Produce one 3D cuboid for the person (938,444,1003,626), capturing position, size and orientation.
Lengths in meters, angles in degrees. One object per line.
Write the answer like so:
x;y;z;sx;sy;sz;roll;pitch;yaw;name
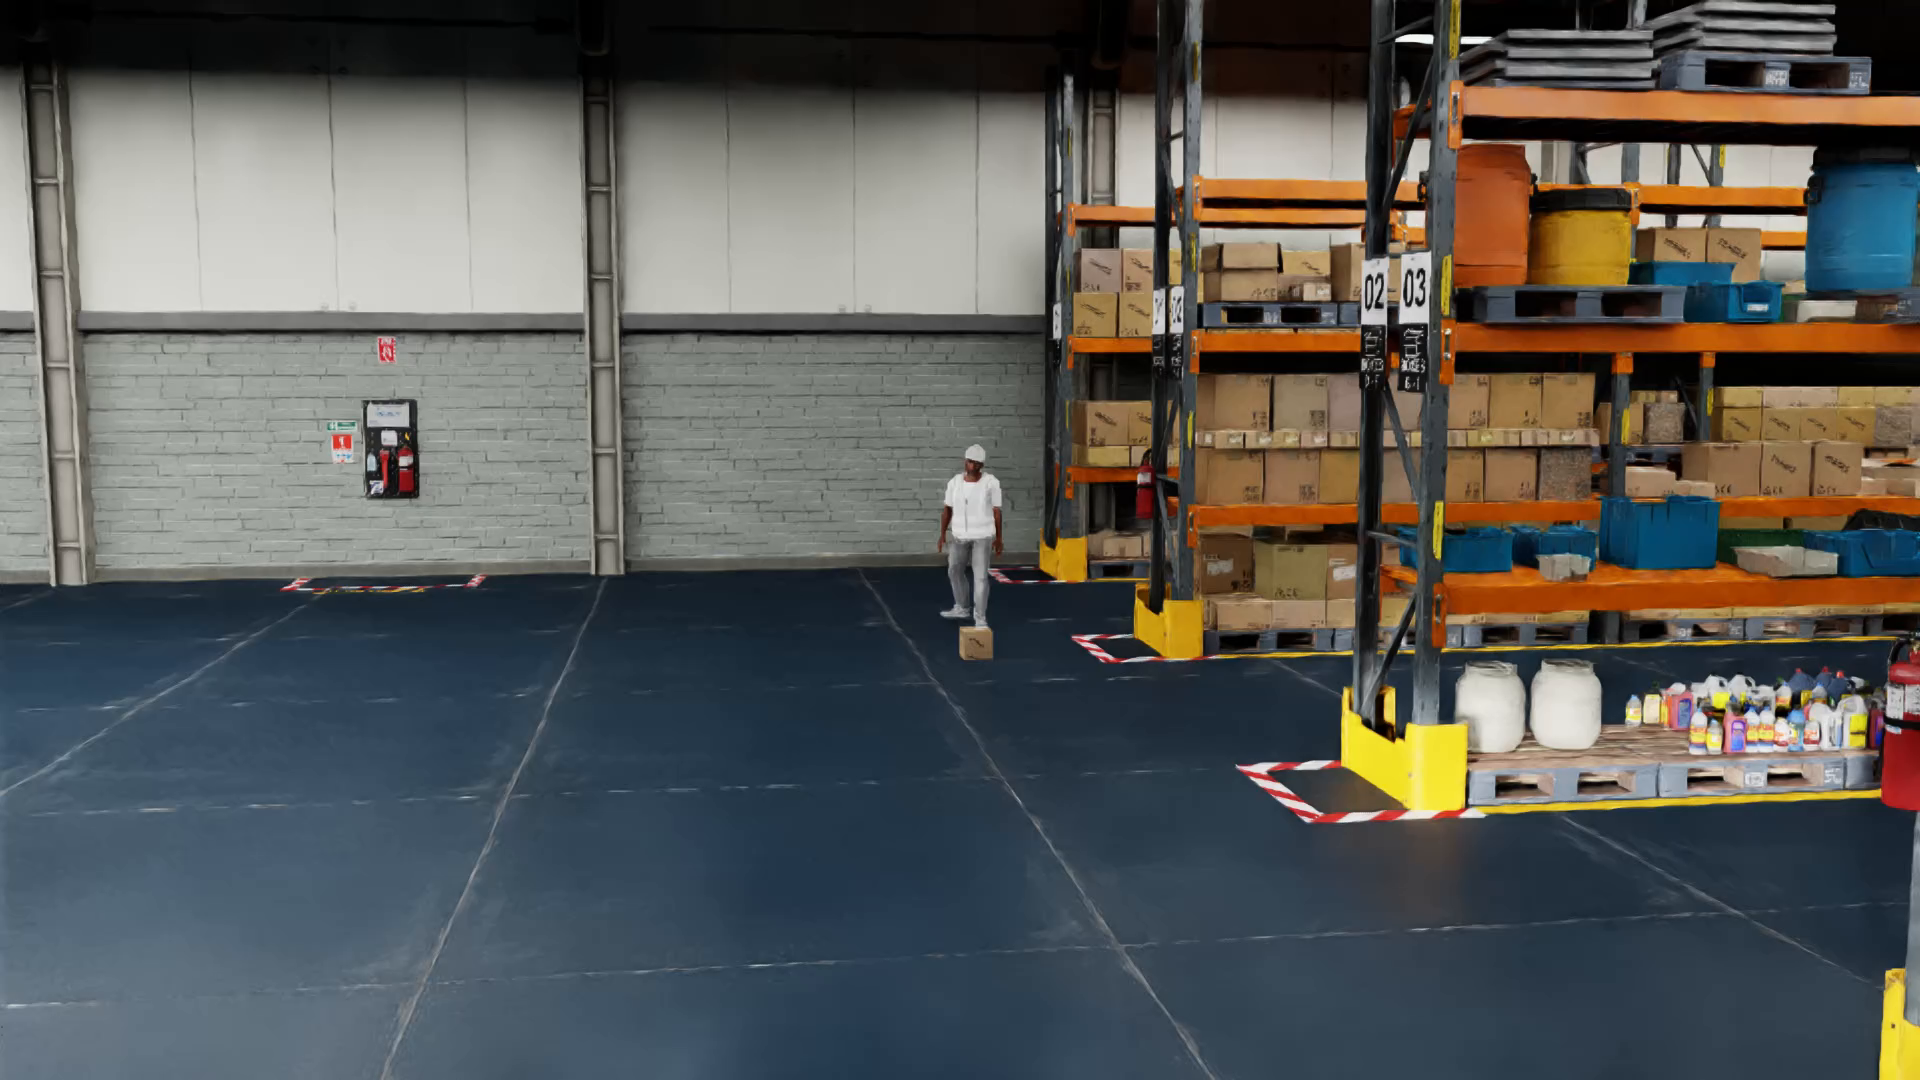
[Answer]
0.055;-0.045;16.025;0.737;1.767;0.488;3;7;28;person
